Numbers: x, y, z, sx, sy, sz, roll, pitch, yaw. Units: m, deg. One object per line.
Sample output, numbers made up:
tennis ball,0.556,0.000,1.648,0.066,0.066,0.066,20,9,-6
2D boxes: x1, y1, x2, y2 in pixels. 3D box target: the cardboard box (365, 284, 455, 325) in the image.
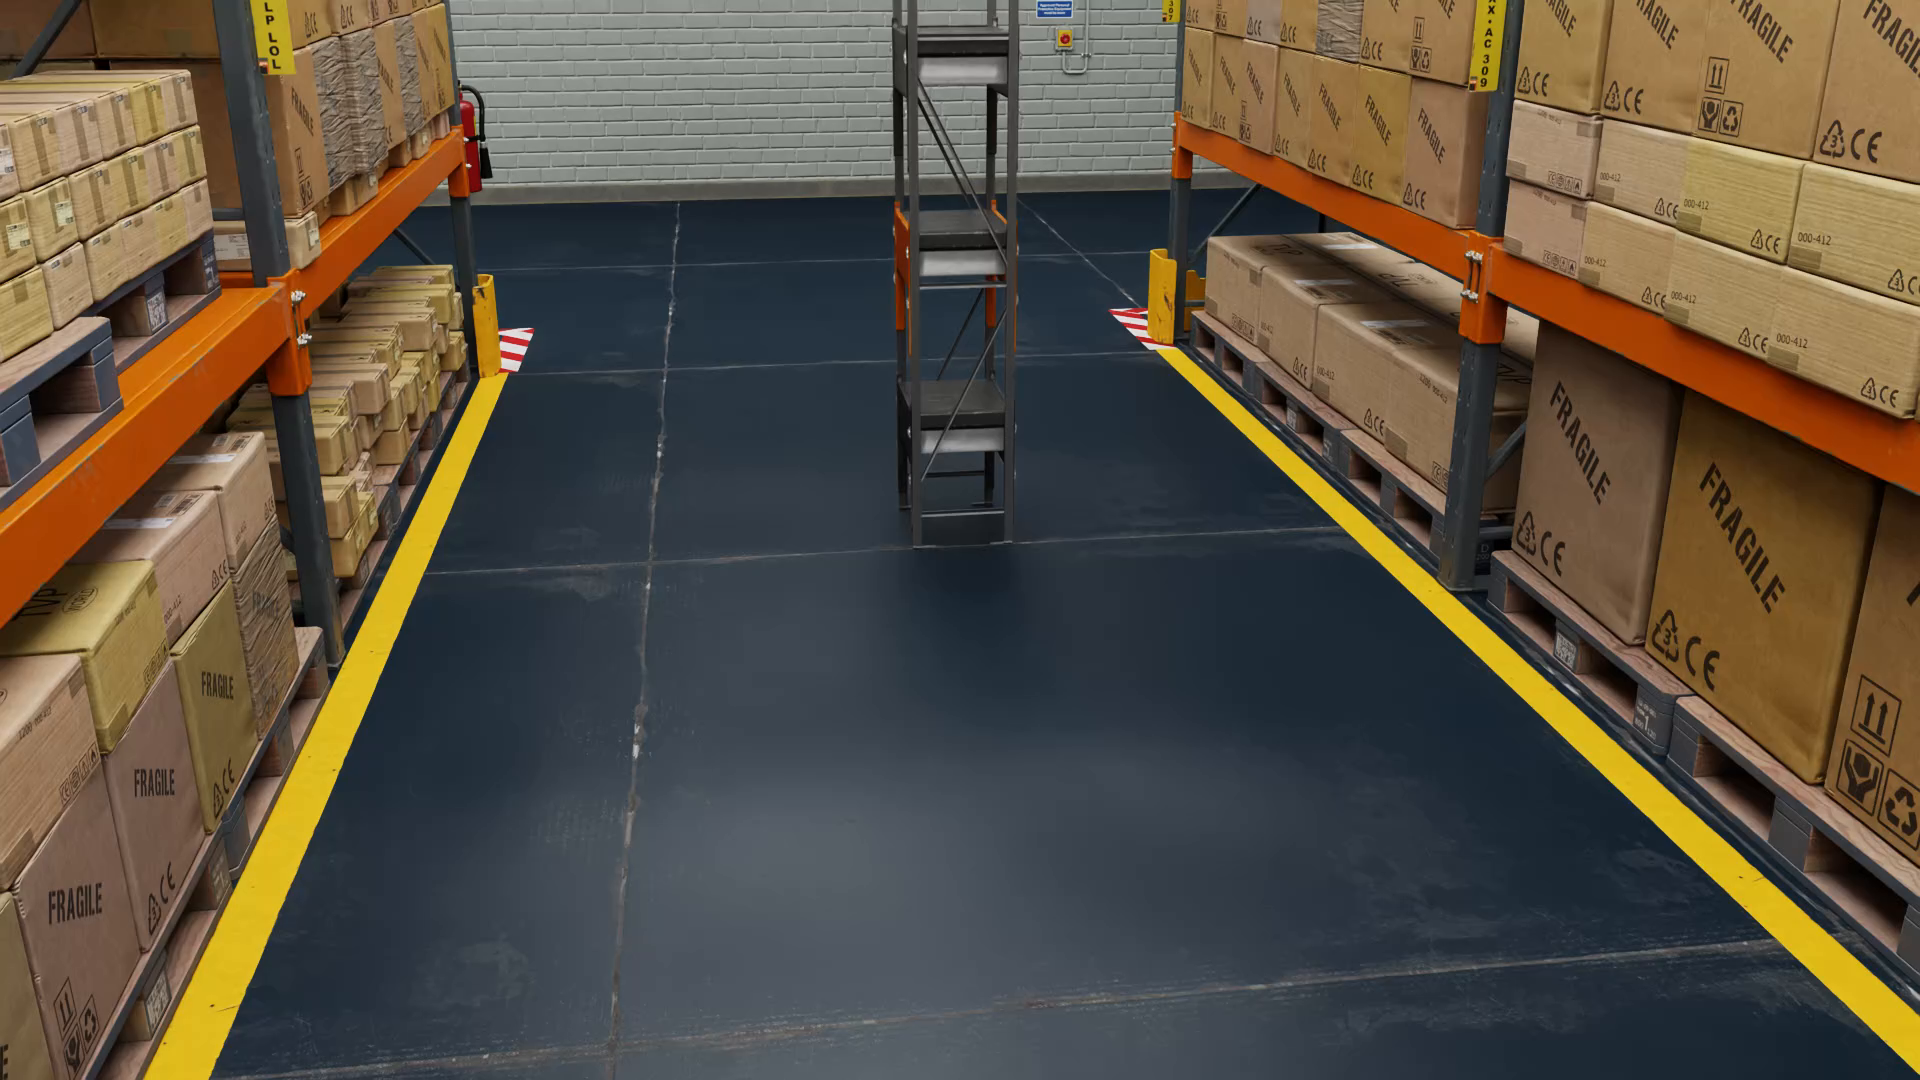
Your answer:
cardboard box,-2.684,-1.147,8.125,0.380,0.149,0.250,-3,21,-9

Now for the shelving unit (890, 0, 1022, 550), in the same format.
shelving unit,-0.024,-1.041,6.502,0.431,2.100,0.503,-3,21,-8

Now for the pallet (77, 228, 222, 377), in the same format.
pallet,-2.611,-0.604,4.321,1.003,0.211,1.213,-3,21,-8

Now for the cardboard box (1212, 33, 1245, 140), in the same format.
cardboard box,1.616,-2.328,8.519,0.500,0.500,0.500,-3,21,-9

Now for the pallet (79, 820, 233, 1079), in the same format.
pallet,-2.284,1.033,3.649,1.003,0.211,1.213,-3,21,-8

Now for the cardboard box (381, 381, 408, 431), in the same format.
cardboard box,-2.535,-0.555,6.963,0.380,0.149,0.250,-3,21,-8

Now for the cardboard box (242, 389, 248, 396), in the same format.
cardboard box,-3.058,-0.517,6.864,0.380,0.149,0.250,-4,21,-10

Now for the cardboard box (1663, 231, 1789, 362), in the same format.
cardboard box,2.243,-0.658,4.404,0.500,0.250,0.500,-3,21,-8

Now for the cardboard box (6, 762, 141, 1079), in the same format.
cardboard box,-2.005,0.784,3.303,0.500,0.500,0.500,-3,21,-9

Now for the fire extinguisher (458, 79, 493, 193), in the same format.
fire extinguisher,-2.733,-2.251,9.098,0.296,0.674,0.183,-3,21,-8

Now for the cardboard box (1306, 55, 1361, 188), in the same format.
cardboard box,1.820,-1.796,7.096,0.500,0.500,0.500,-3,21,-9

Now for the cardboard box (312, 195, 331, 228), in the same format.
cardboard box,-2.529,-1.233,6.089,0.380,0.149,0.250,-4,21,-10

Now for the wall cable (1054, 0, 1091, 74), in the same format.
wall cable,0.894,-5.077,14.527,0.585,1.953,0.123,-3,21,-8

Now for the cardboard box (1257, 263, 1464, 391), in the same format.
cardboard box,2.064,-1.092,8.415,0.875,0.438,0.875,-2,21,-6

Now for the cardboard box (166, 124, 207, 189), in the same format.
cardboard box,-2.324,-1.057,4.592,0.380,0.149,0.250,-2,21,-6

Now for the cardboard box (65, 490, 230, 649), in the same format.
cardboard box,-2.159,0.081,4.114,0.500,0.250,0.500,-2,21,-5

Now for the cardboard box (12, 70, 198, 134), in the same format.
cardboard box,-2.326,-1.195,4.536,0.380,0.149,0.250,-2,21,-5

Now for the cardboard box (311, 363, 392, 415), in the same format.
cardboard box,-2.504,-0.601,6.661,0.380,0.149,0.250,-2,21,-7

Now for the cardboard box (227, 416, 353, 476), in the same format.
cardboard box,-2.403,-0.334,5.948,0.380,0.149,0.250,-2,21,-5

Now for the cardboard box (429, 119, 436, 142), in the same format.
cardboard box,-2.828,-2.047,8.268,0.380,0.149,0.250,-3,21,-8

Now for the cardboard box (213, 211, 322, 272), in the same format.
cardboard box,-2.294,-0.963,5.366,0.380,0.149,0.250,-2,21,-6

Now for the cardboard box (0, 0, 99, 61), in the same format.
cardboard box,-2.912,-1.770,5.170,0.500,0.500,0.500,-4,21,-10

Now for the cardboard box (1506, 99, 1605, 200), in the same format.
cardboard box,2.091,-1.248,5.271,0.500,0.250,0.500,-4,21,-9

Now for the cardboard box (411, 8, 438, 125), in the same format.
cardboard box,-2.765,-2.216,7.794,0.500,0.500,0.500,-3,21,-9

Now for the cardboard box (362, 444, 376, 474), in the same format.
cardboard box,-2.597,-0.322,6.765,0.380,0.149,0.250,-4,21,-10

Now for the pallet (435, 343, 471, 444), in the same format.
pallet,-3.061,-0.735,8.383,1.003,0.211,1.213,-3,21,-8

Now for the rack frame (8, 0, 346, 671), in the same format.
rack frame,-2.577,-0.966,5.016,1.000,3.000,0.127,-3,21,-8

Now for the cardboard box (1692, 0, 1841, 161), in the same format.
cardboard box,2.256,-1.251,4.206,0.500,0.500,0.500,-3,21,-9

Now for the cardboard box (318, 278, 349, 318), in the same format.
cardboard box,-3.256,-1.203,8.274,0.380,0.149,0.250,-3,21,-7

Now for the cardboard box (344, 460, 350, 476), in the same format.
cardboard box,-2.509,-0.274,6.212,0.380,0.149,0.250,-3,21,-8

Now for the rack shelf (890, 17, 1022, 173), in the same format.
rack shelf,-0.024,-1.684,6.262,0.431,0.518,0.480,-3,21,-8

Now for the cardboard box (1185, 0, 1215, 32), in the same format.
cardboard box,1.517,-2.970,8.810,0.500,0.500,0.500,-3,21,-9

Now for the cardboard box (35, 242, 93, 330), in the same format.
cardboard box,-2.170,-0.559,3.683,0.380,0.149,0.250,-4,21,-10

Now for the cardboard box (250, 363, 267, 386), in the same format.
cardboard box,-3.074,-0.756,7.076,0.380,0.149,0.250,-3,21,-8

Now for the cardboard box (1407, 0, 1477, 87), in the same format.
cardboard box,1.965,-1.915,5.986,0.500,0.500,0.500,-3,21,-8

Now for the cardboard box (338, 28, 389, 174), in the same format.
cardboard box,-2.515,-1.684,6.369,0.500,0.500,0.500,-3,21,-9

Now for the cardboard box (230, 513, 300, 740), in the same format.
cardboard box,-2.221,0.252,4.728,0.500,0.500,0.500,-3,21,-9

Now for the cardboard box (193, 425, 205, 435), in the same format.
cardboard box,-3.005,-0.388,6.093,0.380,0.149,0.250,-3,21,-8

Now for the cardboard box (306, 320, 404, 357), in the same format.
cardboard box,-2.687,-0.867,7.375,0.380,0.149,0.250,-4,21,-10

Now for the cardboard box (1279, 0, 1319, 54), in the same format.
cardboard box,1.754,-2.441,7.394,0.500,0.500,0.500,-3,21,-8

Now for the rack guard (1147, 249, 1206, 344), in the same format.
rack guard,1.727,-1.473,9.946,1.175,0.500,0.348,-3,21,-8

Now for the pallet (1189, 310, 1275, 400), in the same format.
pallet,1.923,-1.056,9.243,1.003,0.211,1.213,-3,21,-8

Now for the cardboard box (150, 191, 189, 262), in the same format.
cardboard box,-2.286,-0.828,4.404,0.380,0.149,0.250,-3,21,-7

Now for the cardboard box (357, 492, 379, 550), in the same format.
cardboard box,-2.350,-0.062,6.069,0.380,0.149,0.250,-2,21,-6

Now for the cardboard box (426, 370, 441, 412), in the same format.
cardboard box,-2.634,-0.691,7.753,0.380,0.149,0.250,-4,21,-10

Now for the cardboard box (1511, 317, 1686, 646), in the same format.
cardboard box,2.475,-0.242,5.512,0.875,0.875,0.875,-2,21,-6

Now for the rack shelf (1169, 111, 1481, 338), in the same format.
rack shelf,2.018,-1.606,7.758,1.077,0.370,4.000,-3,21,-8

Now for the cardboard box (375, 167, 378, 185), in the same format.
cardboard box,-2.617,-1.507,6.823,0.380,0.149,0.250,-2,21,-6

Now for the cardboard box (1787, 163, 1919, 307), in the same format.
cardboard box,2.315,-0.718,3.851,0.500,0.250,0.500,-4,21,-9

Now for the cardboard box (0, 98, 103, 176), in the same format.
cardboard box,-2.213,-0.921,3.804,0.380,0.149,0.250,-3,21,-8

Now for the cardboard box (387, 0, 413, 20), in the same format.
cardboard box,-2.685,-2.505,7.138,0.500,0.500,0.500,-2,21,-5

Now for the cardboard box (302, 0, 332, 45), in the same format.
cardboard box,-2.491,-1.968,5.701,0.500,0.500,0.500,-4,21,-9

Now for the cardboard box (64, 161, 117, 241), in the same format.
cardboard box,-2.208,-0.785,3.865,0.380,0.149,0.250,-4,21,-10

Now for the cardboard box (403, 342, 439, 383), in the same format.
cardboard box,-2.631,-0.825,7.687,0.380,0.149,0.250,-3,21,-7

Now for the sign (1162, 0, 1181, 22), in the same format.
sign,1.180,-3.052,9.251,0.100,0.325,0.005,-3,21,-8

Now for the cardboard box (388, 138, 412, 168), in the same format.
cardboard box,-2.709,-1.781,7.556,0.380,0.149,0.250,-4,21,-10
